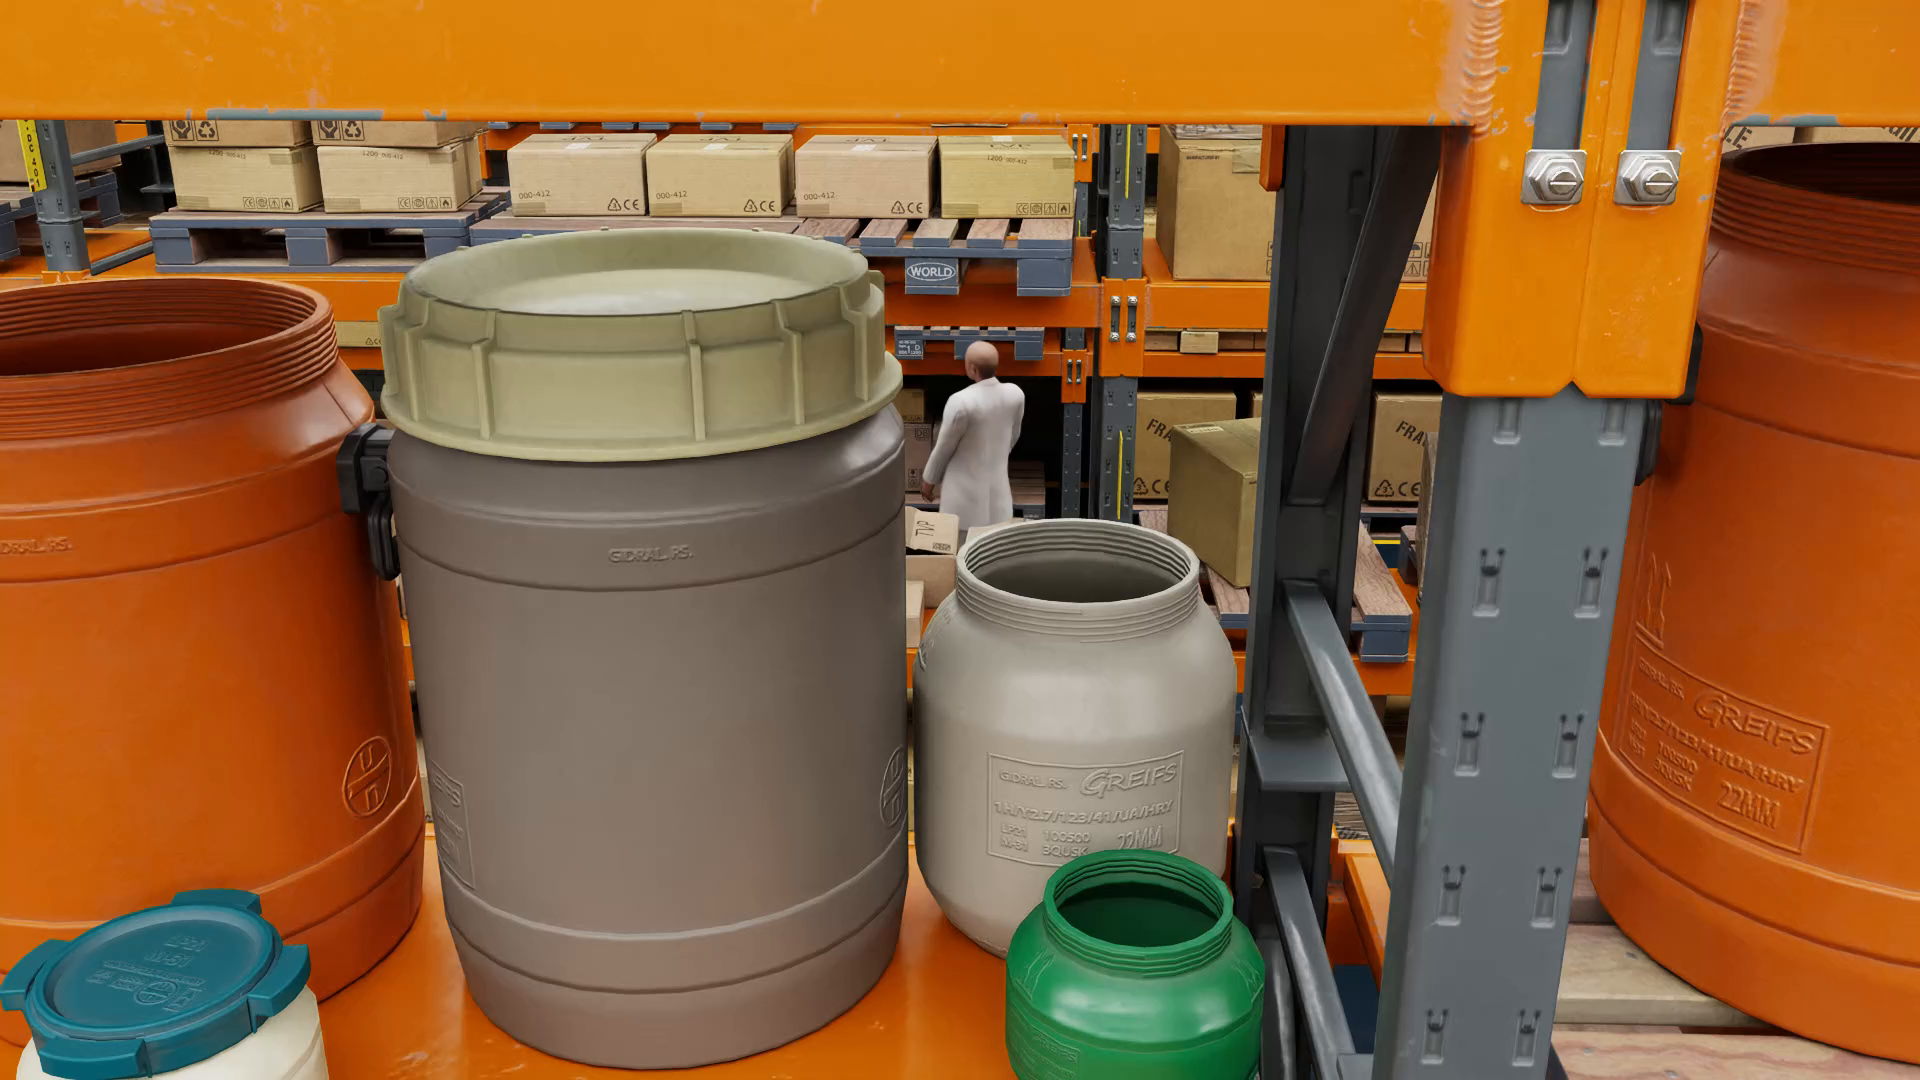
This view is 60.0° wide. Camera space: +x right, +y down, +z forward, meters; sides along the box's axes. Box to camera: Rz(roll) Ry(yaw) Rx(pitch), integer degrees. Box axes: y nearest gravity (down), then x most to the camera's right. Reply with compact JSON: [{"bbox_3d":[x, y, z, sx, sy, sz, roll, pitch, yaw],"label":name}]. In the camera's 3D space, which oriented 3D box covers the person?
[{"bbox_3d":[0.084,-0.328,9.920,0.622,1.791,0.422,-13,24,-32],"label":"person"}]
